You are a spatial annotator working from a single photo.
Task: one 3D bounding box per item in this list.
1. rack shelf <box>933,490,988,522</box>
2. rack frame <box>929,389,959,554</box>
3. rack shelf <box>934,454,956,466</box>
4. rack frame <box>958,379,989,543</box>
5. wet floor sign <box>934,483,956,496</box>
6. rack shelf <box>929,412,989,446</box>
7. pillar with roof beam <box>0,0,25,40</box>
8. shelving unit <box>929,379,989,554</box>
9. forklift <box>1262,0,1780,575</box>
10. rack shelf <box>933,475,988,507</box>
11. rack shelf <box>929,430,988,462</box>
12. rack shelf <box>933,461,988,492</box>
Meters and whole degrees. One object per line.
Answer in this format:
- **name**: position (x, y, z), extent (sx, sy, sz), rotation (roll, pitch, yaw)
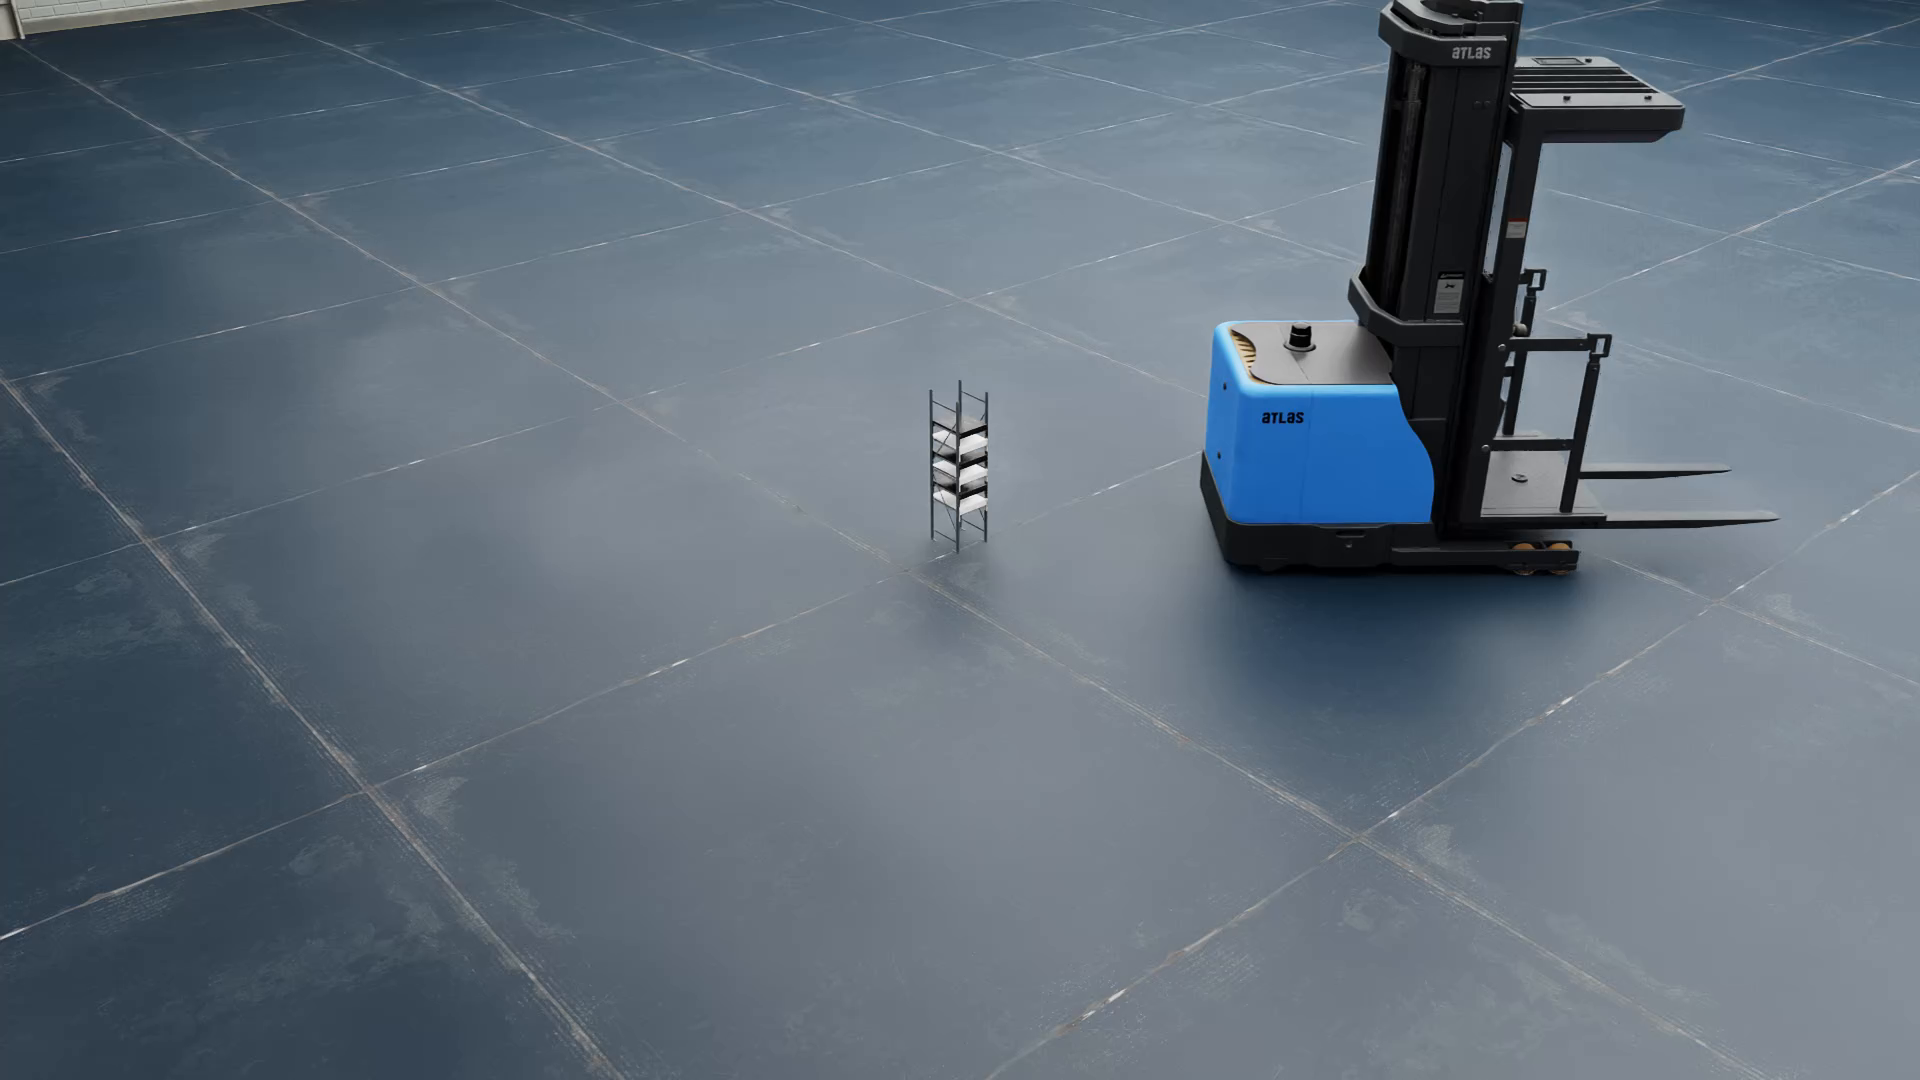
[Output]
- **rack shelf**: position (-0.006, -0.206, 9.134), extent (0.200, 0.077, 0.258), rotation (-22, 35, -35)
- **rack frame**: position (-0.084, -0.363, 8.975), extent (0.006, 0.900, 0.240), rotation (-22, 35, -35)
- **rack shelf**: position (-0.006, -0.458, 9.000), extent (0.184, 0.015, 0.199), rotation (-22, 35, -35)
- **rack frame**: position (0.071, -0.426, 9.091), extent (0.006, 0.900, 0.240), rotation (-22, 35, -35)
- **wet floor sign**: position (-5.787, -1.460, 11.297), extent (9.326, 0.644, 8.976), rotation (-10, 30, -18)
- **rack shelf**: position (-0.006, -0.603, 8.922), extent (0.200, 0.077, 0.258), rotation (-22, 35, -35)
- **pillar with roof beam**: position (-9.389, -8.824, 16.214), extent (0.400, 9.000, 9.100), rotation (-22, 35, -35)
- **shelving unit**: position (-0.006, -0.394, 9.033), extent (0.210, 0.900, 0.258), rotation (-22, 35, -35)
- **forklift**: position (2.966, -1.327, 8.691), extent (2.937, 2.867, 1.118), rotation (-1, 28, -1)
- **rack shelf**: position (-0.006, -0.286, 9.091), extent (0.200, 0.077, 0.258), rotation (-22, 35, -35)
- **rack shelf**: position (-0.006, -0.524, 8.964), extent (0.200, 0.077, 0.258), rotation (-22, 35, -35)
- **rack shelf**: position (-0.006, -0.365, 9.049), extent (0.200, 0.077, 0.258), rotation (-22, 35, -35)
